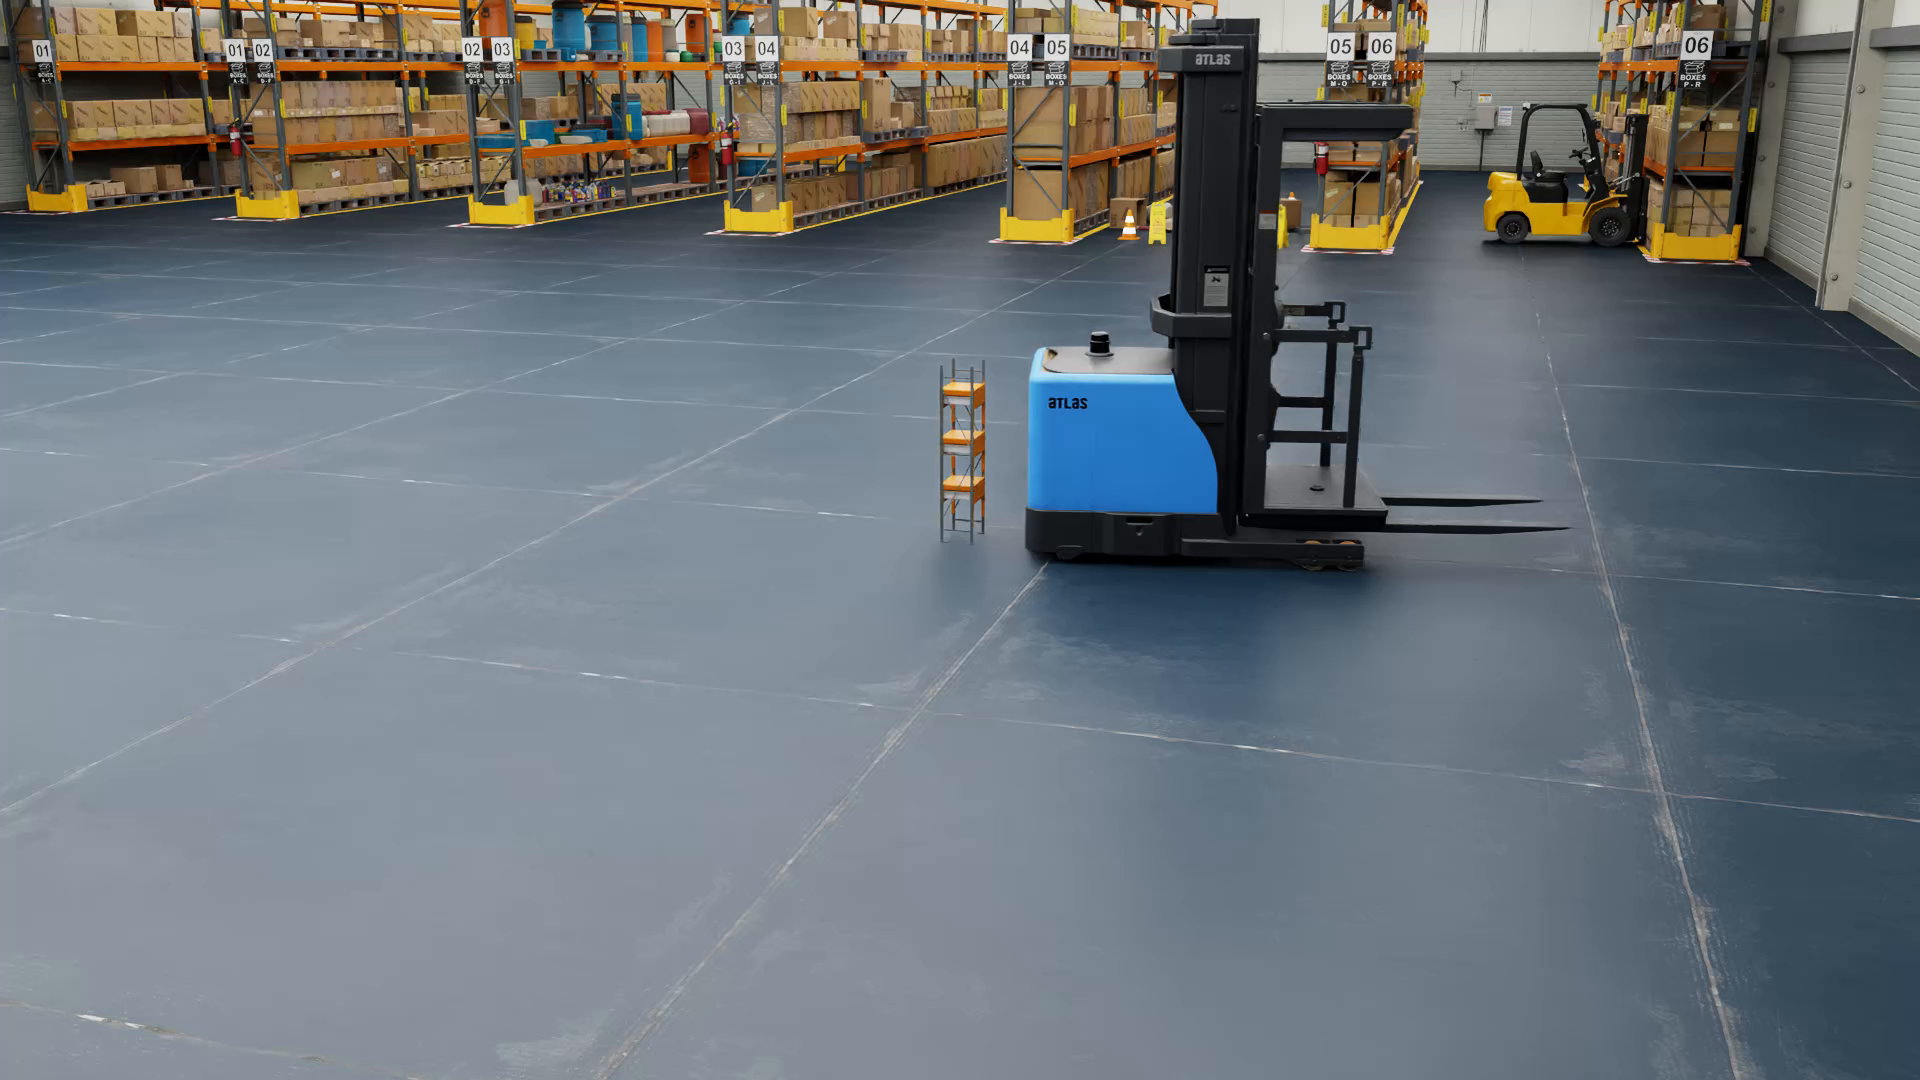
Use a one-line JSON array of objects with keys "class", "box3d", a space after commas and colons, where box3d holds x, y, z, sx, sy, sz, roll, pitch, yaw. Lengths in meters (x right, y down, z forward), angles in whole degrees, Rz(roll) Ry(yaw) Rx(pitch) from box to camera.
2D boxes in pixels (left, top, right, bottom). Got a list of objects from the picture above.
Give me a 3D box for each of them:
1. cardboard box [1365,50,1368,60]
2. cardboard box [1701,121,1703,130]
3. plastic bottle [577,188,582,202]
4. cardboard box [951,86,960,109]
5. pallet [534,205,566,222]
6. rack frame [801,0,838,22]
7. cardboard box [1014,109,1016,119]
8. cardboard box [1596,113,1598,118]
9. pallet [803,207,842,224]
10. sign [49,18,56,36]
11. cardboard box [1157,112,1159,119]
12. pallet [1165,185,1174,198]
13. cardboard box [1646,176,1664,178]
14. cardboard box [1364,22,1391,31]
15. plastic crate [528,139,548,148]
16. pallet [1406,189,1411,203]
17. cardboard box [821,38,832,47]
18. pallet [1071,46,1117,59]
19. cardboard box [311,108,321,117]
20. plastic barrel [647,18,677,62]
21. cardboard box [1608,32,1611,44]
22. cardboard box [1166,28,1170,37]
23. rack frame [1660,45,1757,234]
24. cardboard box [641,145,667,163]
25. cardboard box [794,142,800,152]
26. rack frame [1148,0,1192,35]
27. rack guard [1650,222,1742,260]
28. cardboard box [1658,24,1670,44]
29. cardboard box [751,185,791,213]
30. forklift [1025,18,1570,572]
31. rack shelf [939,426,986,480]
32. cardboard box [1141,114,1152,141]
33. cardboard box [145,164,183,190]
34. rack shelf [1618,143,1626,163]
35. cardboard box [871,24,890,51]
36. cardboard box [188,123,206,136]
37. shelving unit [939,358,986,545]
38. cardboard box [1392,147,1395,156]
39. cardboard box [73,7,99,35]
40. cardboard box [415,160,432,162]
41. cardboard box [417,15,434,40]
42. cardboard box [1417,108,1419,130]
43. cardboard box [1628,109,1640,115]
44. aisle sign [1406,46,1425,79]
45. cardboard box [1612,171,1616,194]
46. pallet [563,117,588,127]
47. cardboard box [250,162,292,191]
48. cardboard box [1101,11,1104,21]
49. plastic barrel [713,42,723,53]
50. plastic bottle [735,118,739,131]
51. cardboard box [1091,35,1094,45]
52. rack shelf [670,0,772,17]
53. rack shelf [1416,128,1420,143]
[{"class": "cardboard box", "box3d": [6.422, -7.438, 25.519, 0.380, 0.149, 0.250, 4, 16, 14]}, {"class": "cardboard box", "box3d": [11.221, -6.159, 24.673, 0.380, 0.149, 0.250, 4, 16, 15]}, {"class": "plastic bottle", "box3d": [-7.282, -6.596, 31.781, 0.097, 0.271, 0.097, 0, 16, 0]}, {"class": "cardboard box", "box3d": [-0.443, -10.071, 37.816, 0.797, 0.503, 0.637, 5, 17, 16]}, {"class": "pallet", "box3d": [-8.010, -6.025, 30.685, 1.003, 0.211, 1.213, 5, 16, 16]}, {"class": "rack frame", "box3d": [-3.675, -14.203, 43.413, 1.000, 3.000, 0.127, 5, 16, 16]}, {"class": "cardboard box", "box3d": [1.190, -10.856, 42.338, 0.500, 0.250, 0.500, 4, 16, 15]}, {"class": "cardboard box", "box3d": [14.805, -9.622, 37.984, 0.500, 0.250, 0.500, 5, 17, 16]}, {"class": "pallet", "box3d": [-2.839, -5.953, 30.431, 1.003, 0.211, 1.213, 5, 16, 16]}, {"class": "sign", "box3d": [-17.201, -9.721, 31.505, 0.100, 0.325, 0.005, 5, 16, 16]}, {"class": "cardboard box", "box3d": [3.932, -8.835, 34.627, 0.380, 0.149, 0.250, 5, 17, 19]}, {"class": "pallet", "box3d": [4.099, -7.610, 36.272, 1.003, 0.211, 1.213, 5, 16, 16]}, {"class": "cardboard box", "box3d": [11.486, -5.899, 27.567, 0.500, 0.250, 0.500, 4, 16, 15]}, {"class": "cardboard box", "box3d": [6.324, -7.761, 25.198, 0.380, 0.149, 0.250, 5, 16, 15]}, {"class": "plastic crate", "box3d": [-7.659, -7.213, 30.247, 0.298, 0.136, 0.250, 5, 16, 16]}, {"class": "pallet", "box3d": [8.946, -7.248, 34.998, 1.003, 0.211, 1.213, 5, 16, 16]}, {"class": "cardboard box", "box3d": [-2.522, -8.903, 29.770, 0.380, 0.149, 0.250, 5, 17, 18]}, {"class": "pallet", "box3d": [2.147, -8.569, 29.211, 1.003, 0.211, 1.213, 5, 16, 16]}, {"class": "cardboard box", "box3d": [-12.434, -8.162, 31.738, 0.380, 0.149, 0.250, 4, 16, 15]}, {"class": "plastic barrel", "box3d": [-6.390, -10.710, 35.677, 0.600, 0.901, 0.600, 0, 16, 0]}, {"class": "cardboard box", "box3d": [14.541, -11.040, 36.572, 0.500, 0.250, 0.500, 5, 17, 17]}, {"class": "cardboard box", "box3d": [4.099, -10.776, 35.869, 0.797, 0.503, 0.637, 4, 16, 15]}, {"class": "rack frame", "box3d": [10.788, -5.594, 24.056, 1.000, 3.000, 0.127, 5, 16, 16]}, {"class": "cardboard box", "box3d": [-8.342, -10.550, 45.301, 0.500, 0.500, 0.500, 5, 16, 16]}, {"class": "cardboard box", "box3d": [-2.989, -6.810, 28.803, 0.380, 0.149, 0.250, 5, 16, 16]}, {"class": "rack frame", "box3d": [4.663, -12.361, 36.920, 1.000, 3.000, 0.127, 5, 16, 16]}, {"class": "rack guard", "box3d": [10.781, -4.386, 24.375, 1.175, 0.500, 0.348, 5, 16, 16]}, {"class": "cardboard box", "box3d": [11.455, -8.093, 26.577, 0.500, 0.311, 0.500, 5, 17, 17]}, {"class": "cardboard box", "box3d": [-3.280, -5.908, 28.974, 0.500, 0.500, 0.500, 8, 18, 26]}, {"class": "forklift", "box3d": [1.912, -1.386, 9.345, 3.031, 2.935, 1.130, 1, 16, 4]}, {"class": "rack shelf", "box3d": [0.015, -0.509, 9.738, 0.215, 0.259, 0.240, 5, 16, 16]}, {"class": "cardboard box", "box3d": [3.513, -8.208, 33.087, 0.500, 0.500, 0.500, 5, 16, 16]}, {"class": "cardboard box", "box3d": [-16.841, -7.680, 35.184, 0.500, 0.500, 0.500, 3, 16, 12]}, {"class": "rack shelf", "box3d": [12.493, -6.818, 29.689, 1.077, 0.370, 4.000, 5, 16, 16]}, {"class": "cardboard box", "box3d": [-1.841, -9.850, 32.604, 0.797, 0.503, 0.637, 5, 17, 18]}, {"class": "cardboard box", "box3d": [-16.428, -8.736, 35.369, 0.500, 0.250, 0.500, 5, 16, 16]}, {"class": "shelving unit", "box3d": [0.015, -0.519, 9.735, 0.215, 1.050, 0.252, 5, 16, 16]}, {"class": "cardboard box", "box3d": [6.940, -6.396, 27.341, 0.380, 0.149, 0.250, 5, 17, 16]}, {"class": "cardboard box", "box3d": [-17.188, -10.090, 32.358, 0.500, 0.500, 0.500, 4, 16, 15]}, {"class": "cardboard box", "box3d": [-11.707, -8.107, 36.155, 0.500, 0.311, 0.500, 5, 16, 16]}, {"class": "cardboard box", "box3d": [-11.481, -10.805, 35.062, 0.500, 0.500, 0.500, 6, 17, 21]}, {"class": "cardboard box", "box3d": [10.263, -9.664, 38.221, 0.500, 0.500, 0.500, 5, 17, 18]}, {"class": "cardboard box", "box3d": [12.614, -7.917, 30.873, 0.380, 0.149, 0.250, 5, 17, 17]}, {"class": "aisle sign", "box3d": [10.892, -11.410, 39.795, 0.394, 0.787, 0.004, 5, 16, 16]}, {"class": "cardboard box", "box3d": [13.274, -7.081, 33.110, 0.500, 0.500, 0.500, 5, 17, 18]}, {"class": "pallet", "box3d": [-9.892, -10.363, 41.219, 1.003, 0.211, 1.213, 5, 16, 16]}, {"class": "cardboard box", "box3d": [-13.103, -6.919, 31.623, 0.500, 0.500, 0.500, 5, 16, 16]}, {"class": "cardboard box", "box3d": [2.232, -8.888, 28.216, 0.380, 0.149, 0.250, 4, 16, 15]}, {"class": "plastic barrel", "box3d": [-5.427, -11.054, 37.322, 0.294, 0.245, 0.294, 0, 16, 0]}, {"class": "plastic bottle", "box3d": [-5.144, -9.555, 38.232, 0.061, 0.283, 0.133, 5, 16, 16]}, {"class": "cardboard box", "box3d": [2.017, -8.303, 27.617, 0.380, 0.149, 0.250, 5, 16, 15]}, {"class": "rack shelf", "box3d": [-5.380, -12.095, 38.031, 1.077, 0.370, 4.000, 5, 16, 16]}, {"class": "rack shelf", "box3d": [10.006, -9.295, 38.421, 1.077, 0.370, 4.000, 5, 16, 16]}]
